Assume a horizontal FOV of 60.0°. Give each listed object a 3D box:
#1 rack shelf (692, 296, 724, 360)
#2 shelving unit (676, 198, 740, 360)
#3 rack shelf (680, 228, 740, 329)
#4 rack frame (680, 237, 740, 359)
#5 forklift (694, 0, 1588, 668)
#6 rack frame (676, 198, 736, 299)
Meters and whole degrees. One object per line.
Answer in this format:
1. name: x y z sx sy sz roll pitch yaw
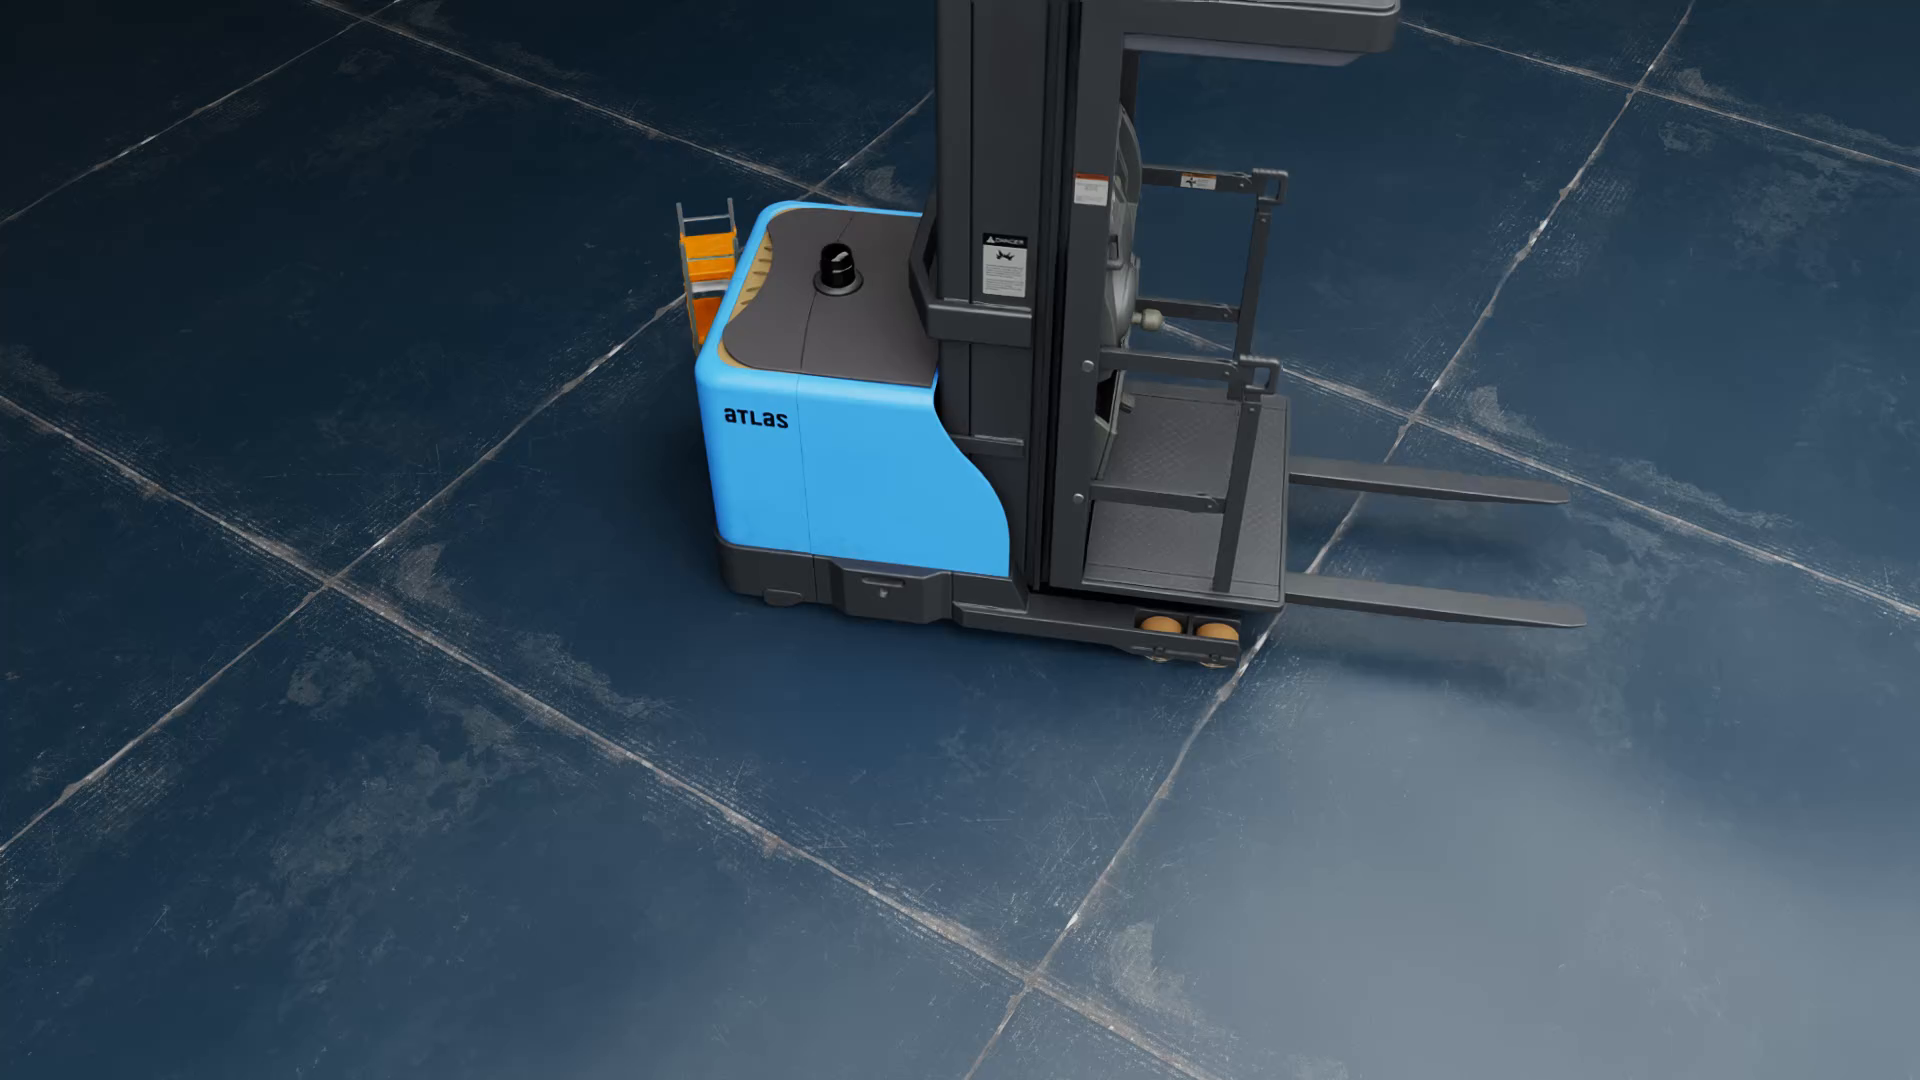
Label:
1. rack shelf: -0.898 -0.757 6.269 0.215 0.259 0.240 -7 46 -7
2. shelving unit: -0.898 -0.765 6.261 0.215 1.050 0.252 -7 46 -7
3. rack shelf: -0.898 -0.955 6.065 0.215 0.259 0.240 -7 46 -7
4. rack frame: -0.878 -0.678 6.177 0.200 1.050 0.008 -7 46 -7
5. forklift: 0.695 -0.987 5.165 3.031 2.935 1.130 7 46 6
6. rack frame: -0.918 -0.851 6.345 0.200 1.050 0.008 -7 46 -7
